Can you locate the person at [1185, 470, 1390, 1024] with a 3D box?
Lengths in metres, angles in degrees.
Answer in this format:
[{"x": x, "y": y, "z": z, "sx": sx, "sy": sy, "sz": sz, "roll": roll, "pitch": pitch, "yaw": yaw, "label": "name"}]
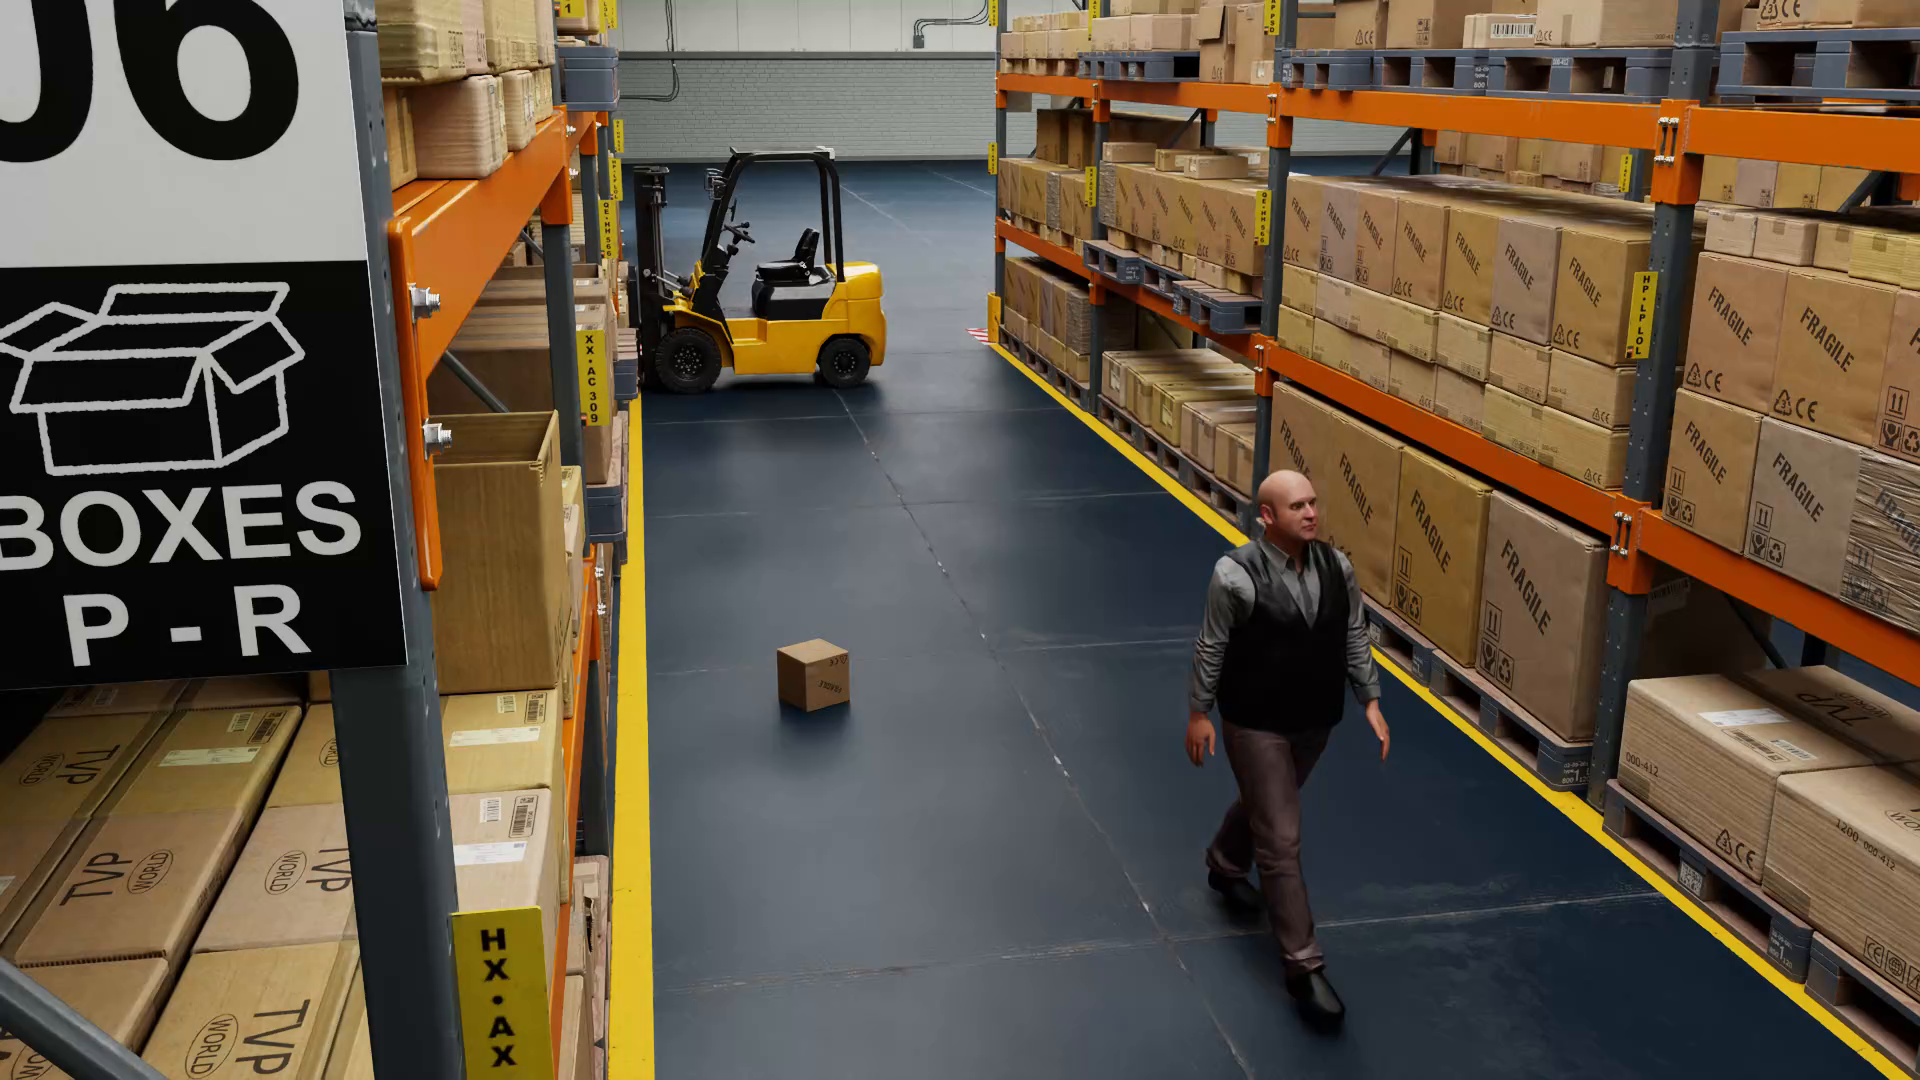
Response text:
[{"x": 1.106, "y": 0.636, "z": 5.491, "sx": 0.585, "sy": 1.584, "sz": 1.007, "roll": -8, "pitch": 18, "yaw": -25, "label": "person"}]
